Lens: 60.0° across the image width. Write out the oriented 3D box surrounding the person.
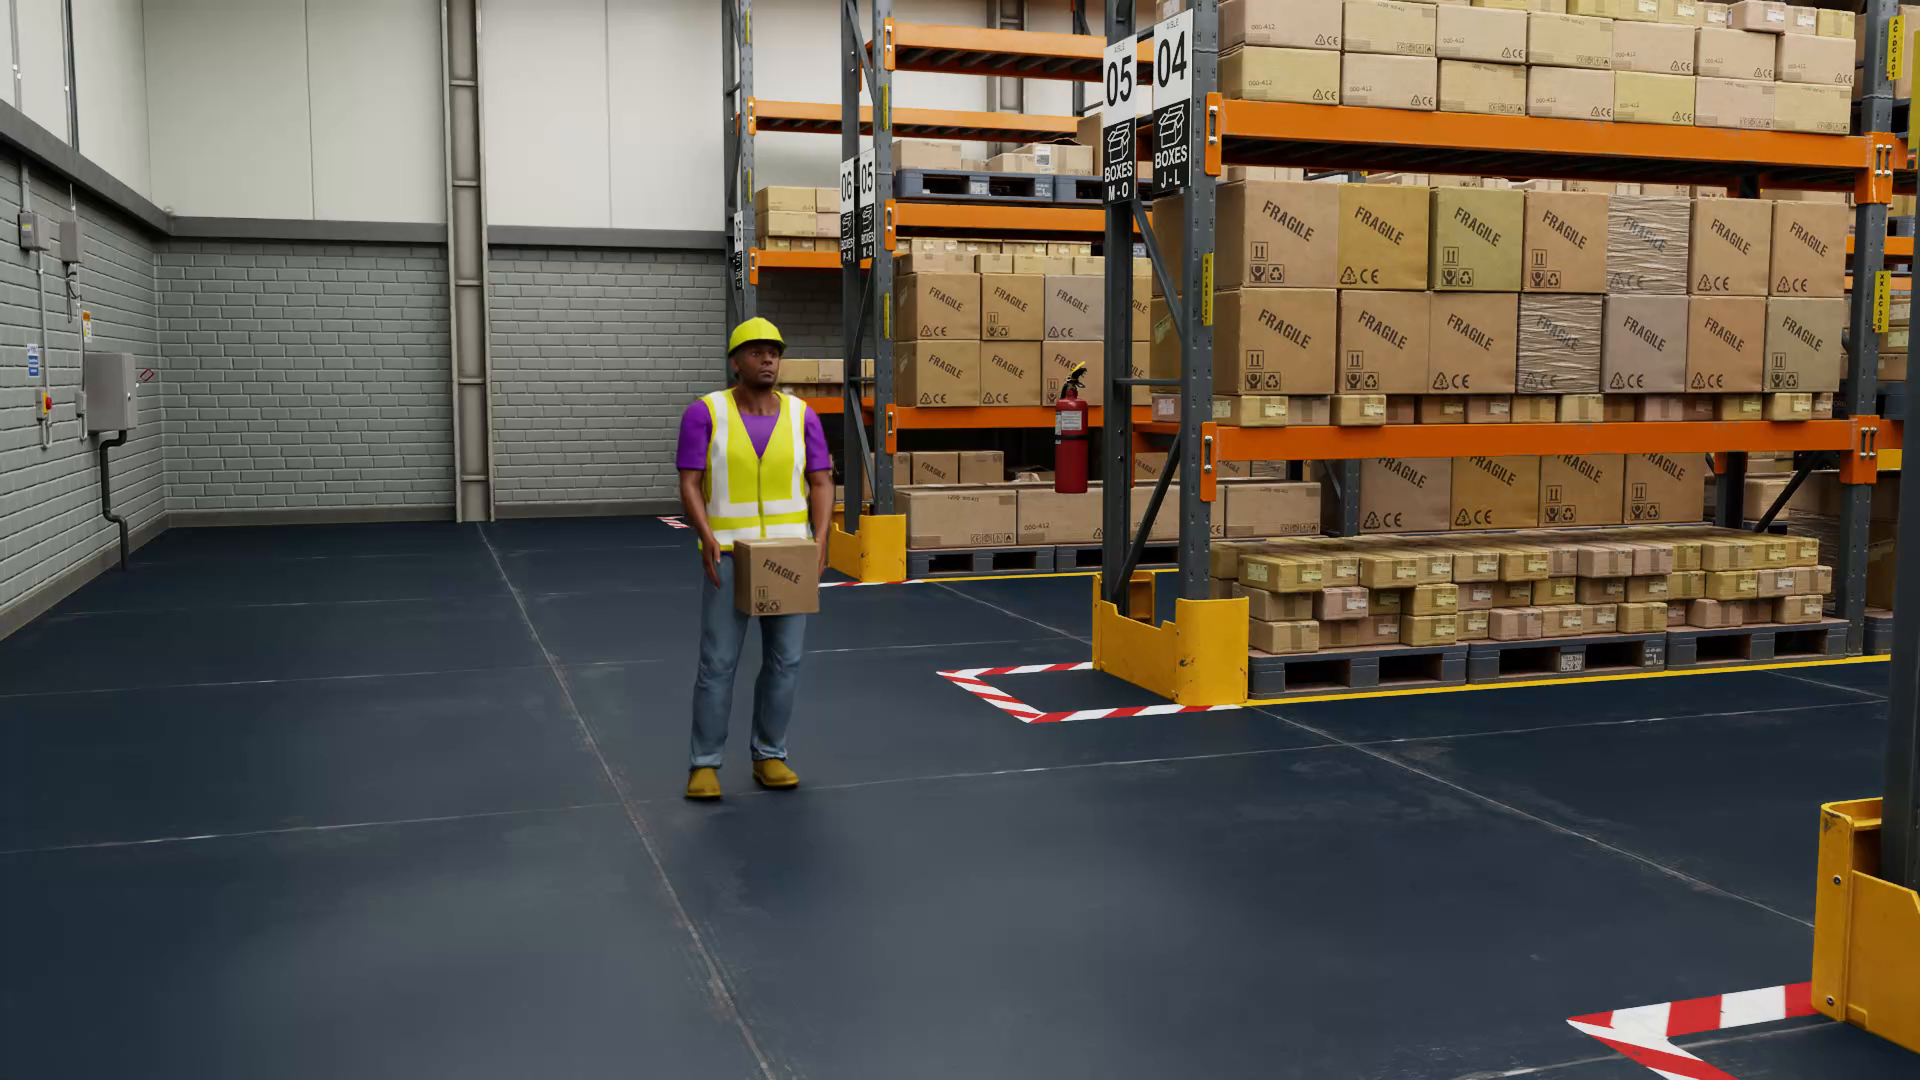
[{"bbox_3d":[-0.749,0.056,6.186,0.607,1.762,0.466,-2,6,-20],"label":"person"}]
